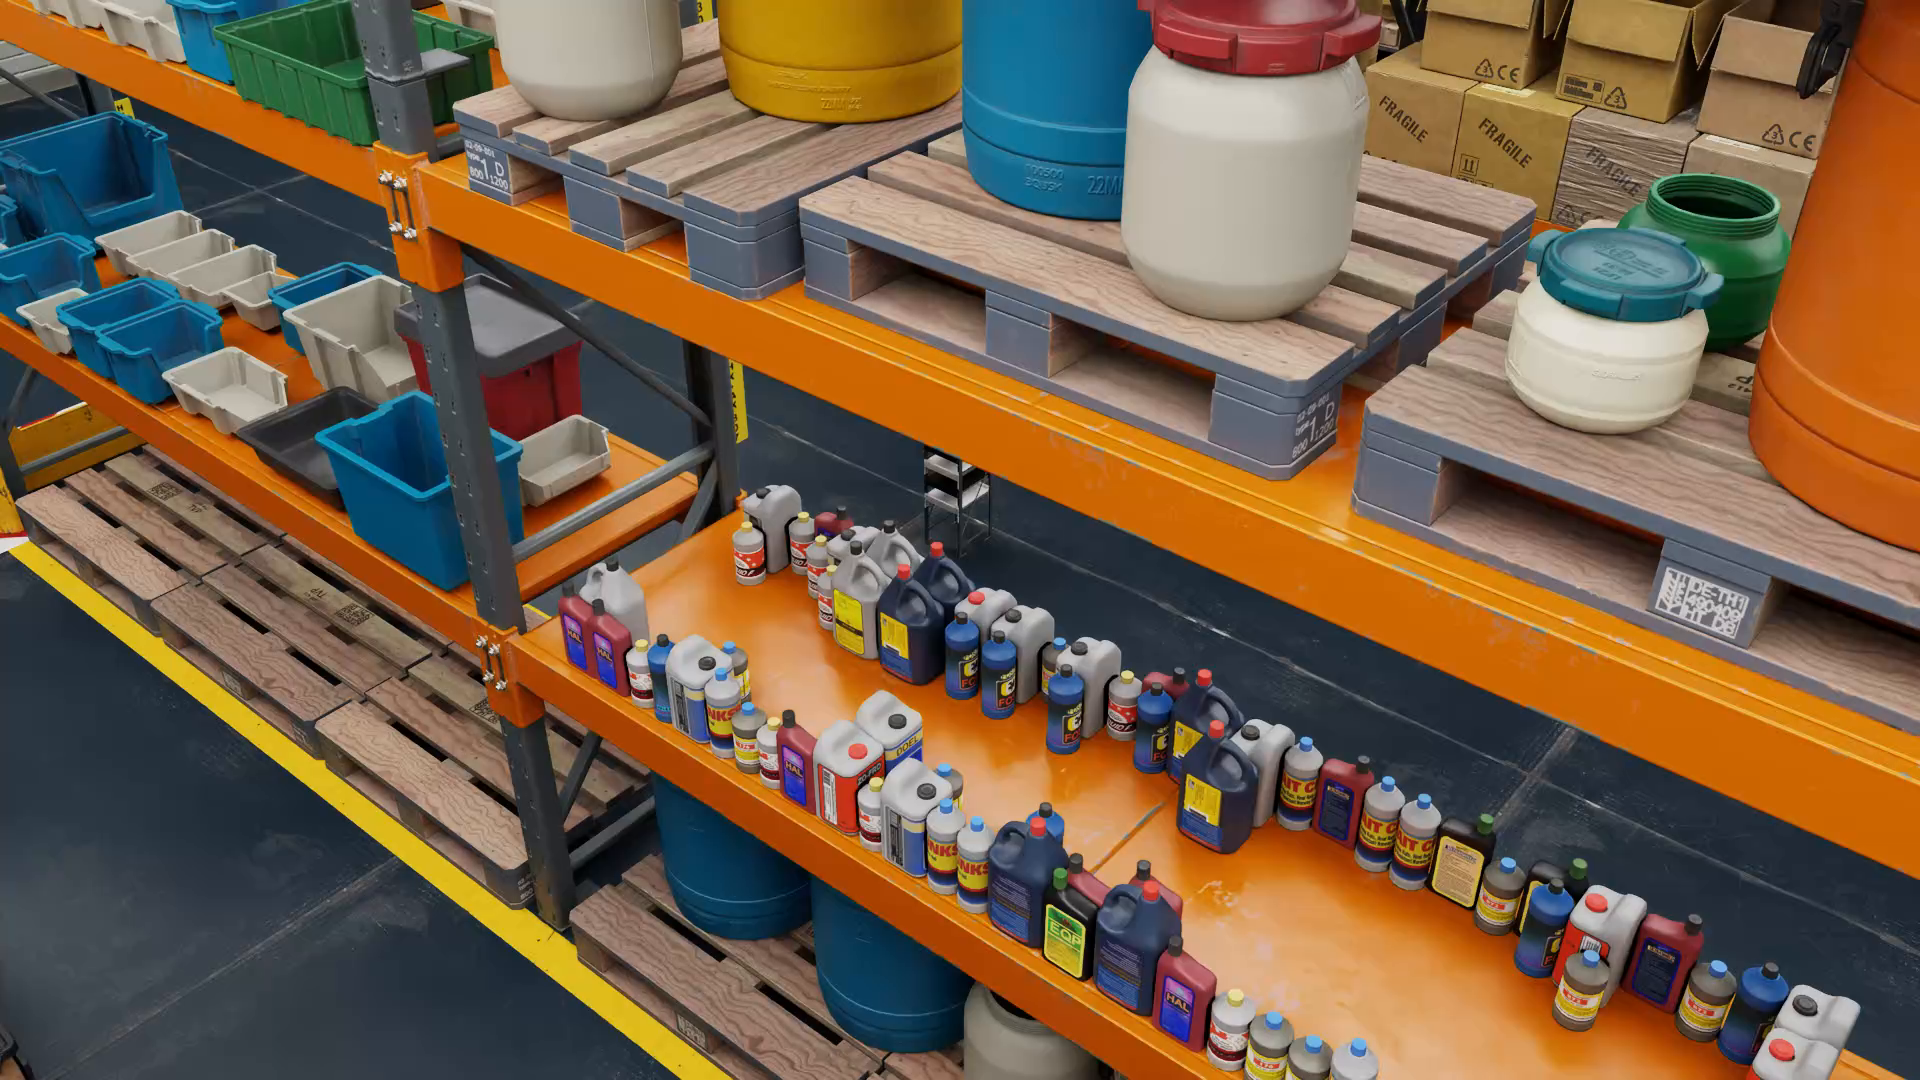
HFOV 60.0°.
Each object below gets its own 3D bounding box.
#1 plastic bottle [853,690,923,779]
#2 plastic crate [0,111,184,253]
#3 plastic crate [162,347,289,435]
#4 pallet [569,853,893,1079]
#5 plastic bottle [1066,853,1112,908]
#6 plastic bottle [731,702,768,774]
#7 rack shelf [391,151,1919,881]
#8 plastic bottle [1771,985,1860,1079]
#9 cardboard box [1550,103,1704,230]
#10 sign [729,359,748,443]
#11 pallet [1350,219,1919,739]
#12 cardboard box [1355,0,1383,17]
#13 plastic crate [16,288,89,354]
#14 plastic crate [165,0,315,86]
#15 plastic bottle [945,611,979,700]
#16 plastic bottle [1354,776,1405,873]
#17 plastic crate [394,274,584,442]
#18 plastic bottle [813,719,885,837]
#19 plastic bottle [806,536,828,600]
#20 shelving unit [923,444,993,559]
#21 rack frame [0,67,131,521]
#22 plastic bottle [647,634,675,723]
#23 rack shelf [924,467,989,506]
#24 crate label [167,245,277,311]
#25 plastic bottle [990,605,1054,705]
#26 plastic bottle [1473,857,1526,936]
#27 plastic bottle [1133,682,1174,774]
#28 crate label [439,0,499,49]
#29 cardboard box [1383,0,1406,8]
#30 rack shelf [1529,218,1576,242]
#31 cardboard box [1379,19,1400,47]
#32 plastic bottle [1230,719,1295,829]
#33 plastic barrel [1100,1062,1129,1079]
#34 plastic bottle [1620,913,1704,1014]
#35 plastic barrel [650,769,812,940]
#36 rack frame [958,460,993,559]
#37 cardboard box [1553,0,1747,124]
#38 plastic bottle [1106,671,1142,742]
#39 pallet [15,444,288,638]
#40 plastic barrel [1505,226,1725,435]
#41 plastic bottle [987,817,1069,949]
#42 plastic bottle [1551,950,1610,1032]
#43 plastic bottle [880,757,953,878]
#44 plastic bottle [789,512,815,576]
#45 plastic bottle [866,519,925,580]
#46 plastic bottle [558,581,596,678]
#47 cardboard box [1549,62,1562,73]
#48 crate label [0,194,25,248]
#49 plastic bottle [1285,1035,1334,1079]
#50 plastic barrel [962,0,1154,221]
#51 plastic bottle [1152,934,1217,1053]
[{"bbox_3d":[-0.186,0.544,4.418,0.135,0.276,0.152,25,42,32],"label":"plastic bottle"},{"bbox_3d":[-3.804,-1.558,7.284,0.499,0.435,0.616,25,42,32],"label":"plastic crate"},{"bbox_3d":[-2.638,-0.526,6.046,0.466,0.136,0.293,25,42,32],"label":"plastic crate"},{"bbox_3d":[-0.541,1.338,5.616,1.213,0.211,1.003,25,42,32],"label":"pallet"},{"bbox_3d":[0.299,0.871,3.936,0.133,0.283,0.061,25,42,32],"label":"plastic bottle"},{"bbox_3d":[-0.568,0.527,4.508,0.097,0.201,0.097,0,34,0],"label":"plastic bottle"},{"bbox_3d":[0.430,-0.325,3.560,4.000,0.370,1.077,25,42,32],"label":"rack shelf"},{"bbox_3d":[1.841,1.093,3.618,0.135,0.276,0.152,25,42,32],"label":"plastic bottle"},{"bbox_3d":[3.027,-1.667,7.440,0.500,0.500,0.500,24,41,31],"label":"cardboard box"},{"bbox_3d":[-0.754,-0.462,5.529,0.005,0.325,0.100,25,42,32],"label":"sign"},{"bbox_3d":[1.442,-0.139,2.820,1.213,0.211,1.003,25,42,32],"label":"pallet"},{"bbox_3d":[1.857,-2.919,8.558,0.500,0.500,0.500,25,42,32],"label":"cardboard box"},{"bbox_3d":[-3.487,-0.844,6.509,0.298,0.136,0.250,25,42,32],"label":"plastic crate"},{"bbox_3d":[-2.011,-1.468,4.736,0.300,0.233,0.416,25,42,32],"label":"plastic crate"},{"bbox_3d":[0.005,0.322,4.746,0.097,0.271,0.097,0,34,0],"label":"plastic bottle"},{"bbox_3d":[1.059,0.706,4.186,0.097,0.271,0.097,0,34,0],"label":"plastic bottle"},{"bbox_3d":[-1.633,-0.593,5.855,0.583,0.464,0.402,25,42,32],"label":"plastic crate"},{"bbox_3d":[-0.284,0.610,4.321,0.135,0.276,0.152,25,42,32],"label":"plastic bottle"},{"bbox_3d":[-0.427,0.079,5.160,0.097,0.201,0.097,0,34,0],"label":"plastic bottle"},{"bbox_3d":[-0.006,-0.374,7.500,0.210,0.900,0.258,25,42,32],"label":"shelving unit"},{"bbox_3d":[-4.181,-1.558,7.370,0.127,3.000,1.000,25,42,32],"label":"rack frame"},{"bbox_3d":[-0.821,0.379,4.662,0.097,0.271,0.097,0,34,0],"label":"plastic bottle"},{"bbox_3d":[-0.006,-0.272,7.569,0.200,0.077,0.258,25,42,32],"label":"rack shelf"},{"bbox_3d":[-2.996,-1.056,6.818,0.243,0.136,0.396,25,42,32],"label":"crate label"},{"bbox_3d":[0.174,0.307,4.762,0.135,0.276,0.152,25,42,32],"label":"plastic bottle"},{"bbox_3d":[1.311,0.854,4.032,0.097,0.201,0.097,0,34,0],"label":"plastic bottle"},{"bbox_3d":[0.523,0.498,4.489,0.097,0.271,0.097,0,34,0],"label":"plastic bottle"},{"bbox_3d":[-1.298,-1.540,4.926,0.466,0.136,0.293,25,42,32],"label":"crate label"},{"bbox_3d":[3.448,-4.272,12.943,0.250,0.149,0.380,26,42,32],"label":"cardboard box"},{"bbox_3d":[3.599,-1.243,7.546,4.000,0.370,1.077,25,42,32],"label":"rack shelf"},{"bbox_3d":[3.405,-4.038,13.128,0.250,0.149,0.380,23,41,30],"label":"cardboard box"},{"bbox_3d":[0.775,0.591,4.350,0.135,0.276,0.152,25,42,32],"label":"plastic bottle"},{"bbox_3d":[0.712,1.581,4.557,0.708,0.588,0.600,25,42,32],"label":"plastic barrel"},{"bbox_3d":[1.618,0.951,3.818,0.133,0.283,0.061,25,42,32],"label":"plastic bottle"},{"bbox_3d":[-0.700,0.787,5.437,0.708,0.901,0.600,25,42,32],"label":"plastic barrel"},{"bbox_3d":[0.072,-0.337,7.446,0.006,0.900,0.240,25,42,32],"label":"rack frame"},{"bbox_3d":[3.078,-2.238,7.384,0.637,0.503,0.797,26,42,32],"label":"cardboard box"},{"bbox_3d":[0.459,0.452,4.617,0.097,0.201,0.097,0,34,0],"label":"plastic bottle"},{"bbox_3d":[-3.572,-0.093,7.699,1.213,0.211,1.003,25,42,32],"label":"pallet"},{"bbox_3d":[1.049,-0.338,2.694,0.301,0.262,0.301,0,34,0],"label":"plastic barrel"},{"bbox_3d":[0.164,0.794,3.988,0.185,0.351,0.144,25,42,32],"label":"plastic bottle"},{"bbox_3d":[1.420,1.017,3.795,0.097,0.201,0.097,0,34,0],"label":"plastic bottle"},{"bbox_3d":[-0.105,0.694,4.199,0.135,0.276,0.152,25,42,32],"label":"plastic bottle"},{"bbox_3d":[-0.491,0.005,5.269,0.097,0.201,0.097,0,34,0],"label":"plastic bottle"},{"bbox_3d":[-0.191,0.101,4.996,0.185,0.351,0.144,25,42,32],"label":"plastic bottle"},{"bbox_3d":[-1.098,0.257,4.829,0.133,0.283,0.061,25,42,32],"label":"plastic bottle"},{"bbox_3d":[2.972,-2.073,8.030,0.500,0.500,0.500,27,43,33],"label":"cardboard box"},{"bbox_3d":[-4.202,-1.281,7.061,0.303,0.233,0.416,25,42,32],"label":"crate label"},{"bbox_3d":[0.755,1.151,3.600,0.097,0.201,0.097,0,34,0],"label":"plastic bottle"},{"bbox_3d":[0.302,-1.174,3.347,0.708,0.901,0.600,25,42,32],"label":"plastic barrel"},{"bbox_3d":[0.505,1.012,3.729,0.133,0.283,0.061,25,42,32],"label":"plastic bottle"}]
